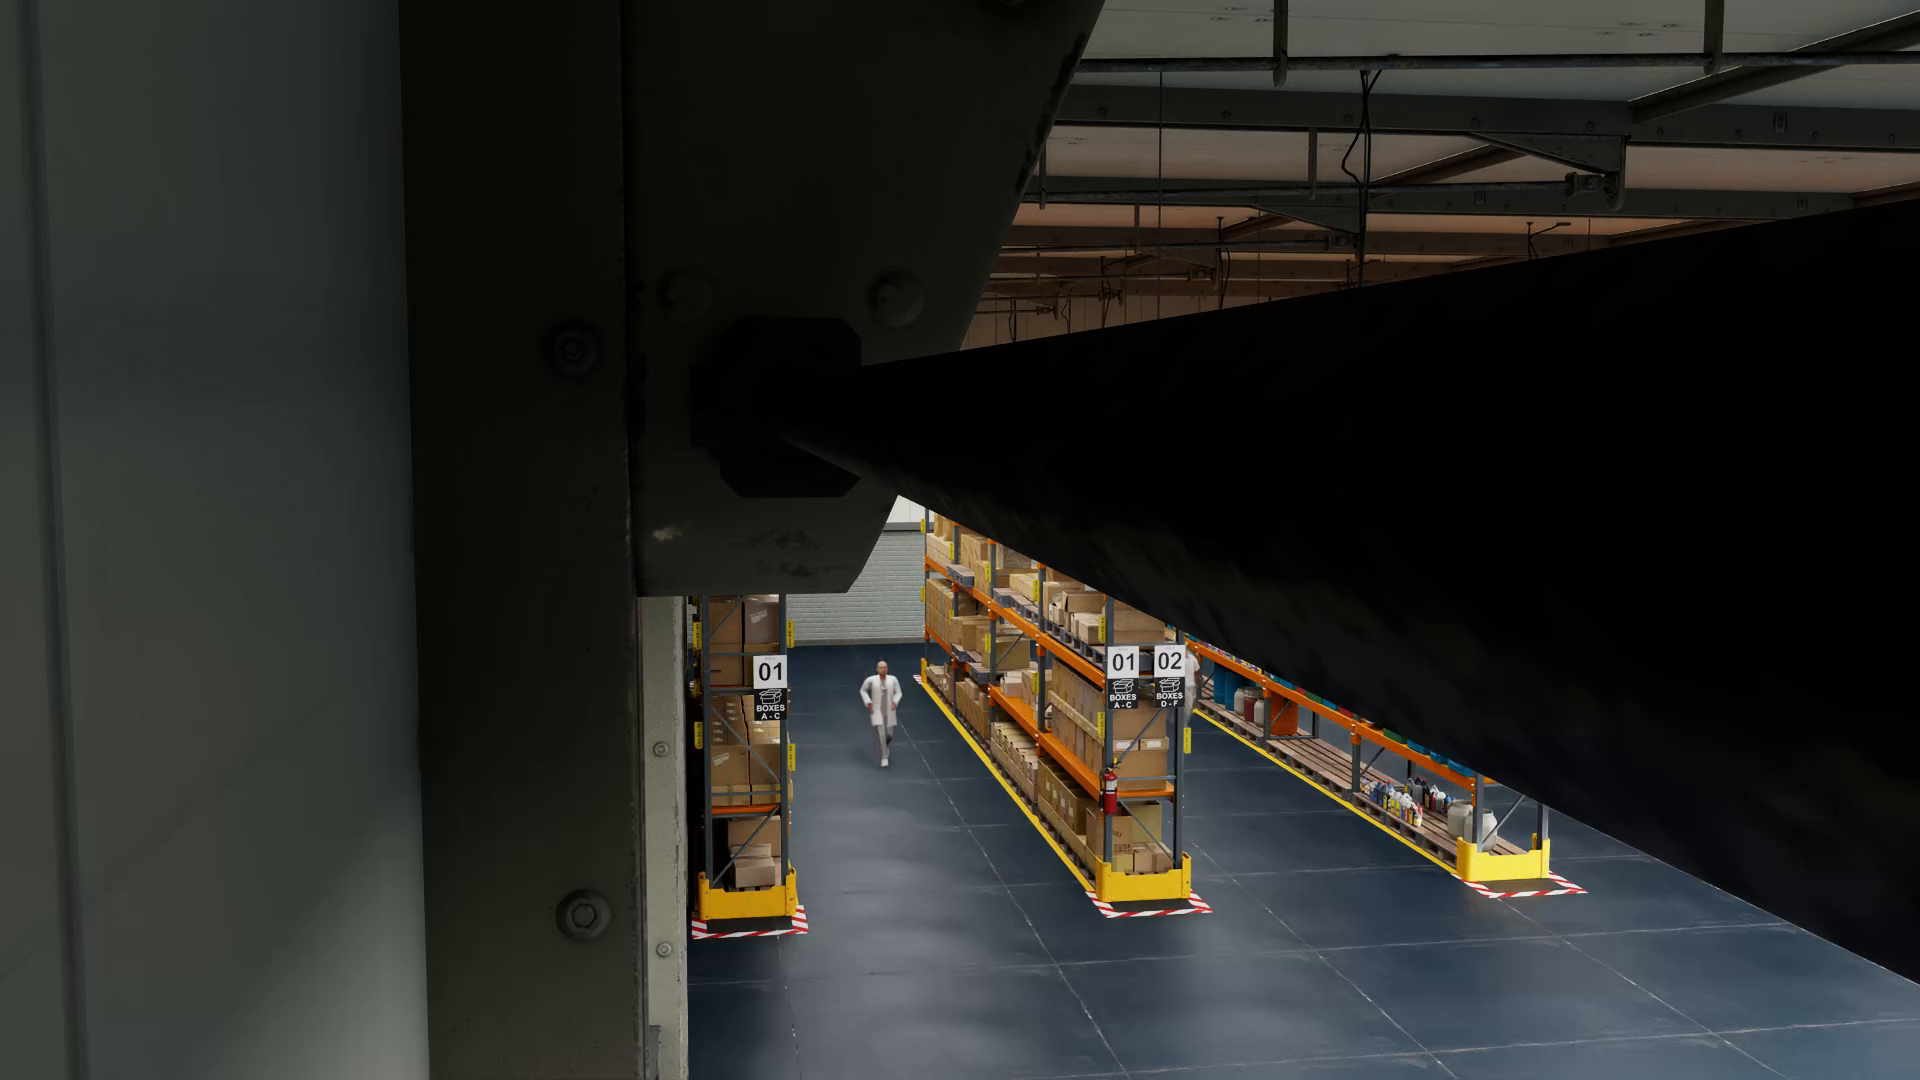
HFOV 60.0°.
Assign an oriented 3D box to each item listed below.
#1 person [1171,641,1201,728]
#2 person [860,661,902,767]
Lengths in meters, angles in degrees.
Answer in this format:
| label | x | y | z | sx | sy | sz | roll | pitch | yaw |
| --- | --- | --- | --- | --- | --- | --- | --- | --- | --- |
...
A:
| label | x | y | z | sx | sy | sz | roll | pitch | yaw |
| --- | --- | --- | --- | --- | --- | --- | --- | --- | --- |
| person | 4.193 | 2.731 | 31.167 | 0.698 | 1.717 | 0.606 | -1 | 5 | -10 |
| person | -1.345 | 2.951 | 28.499 | 0.720 | 1.762 | 0.779 | -1 | 5 | -13 |
